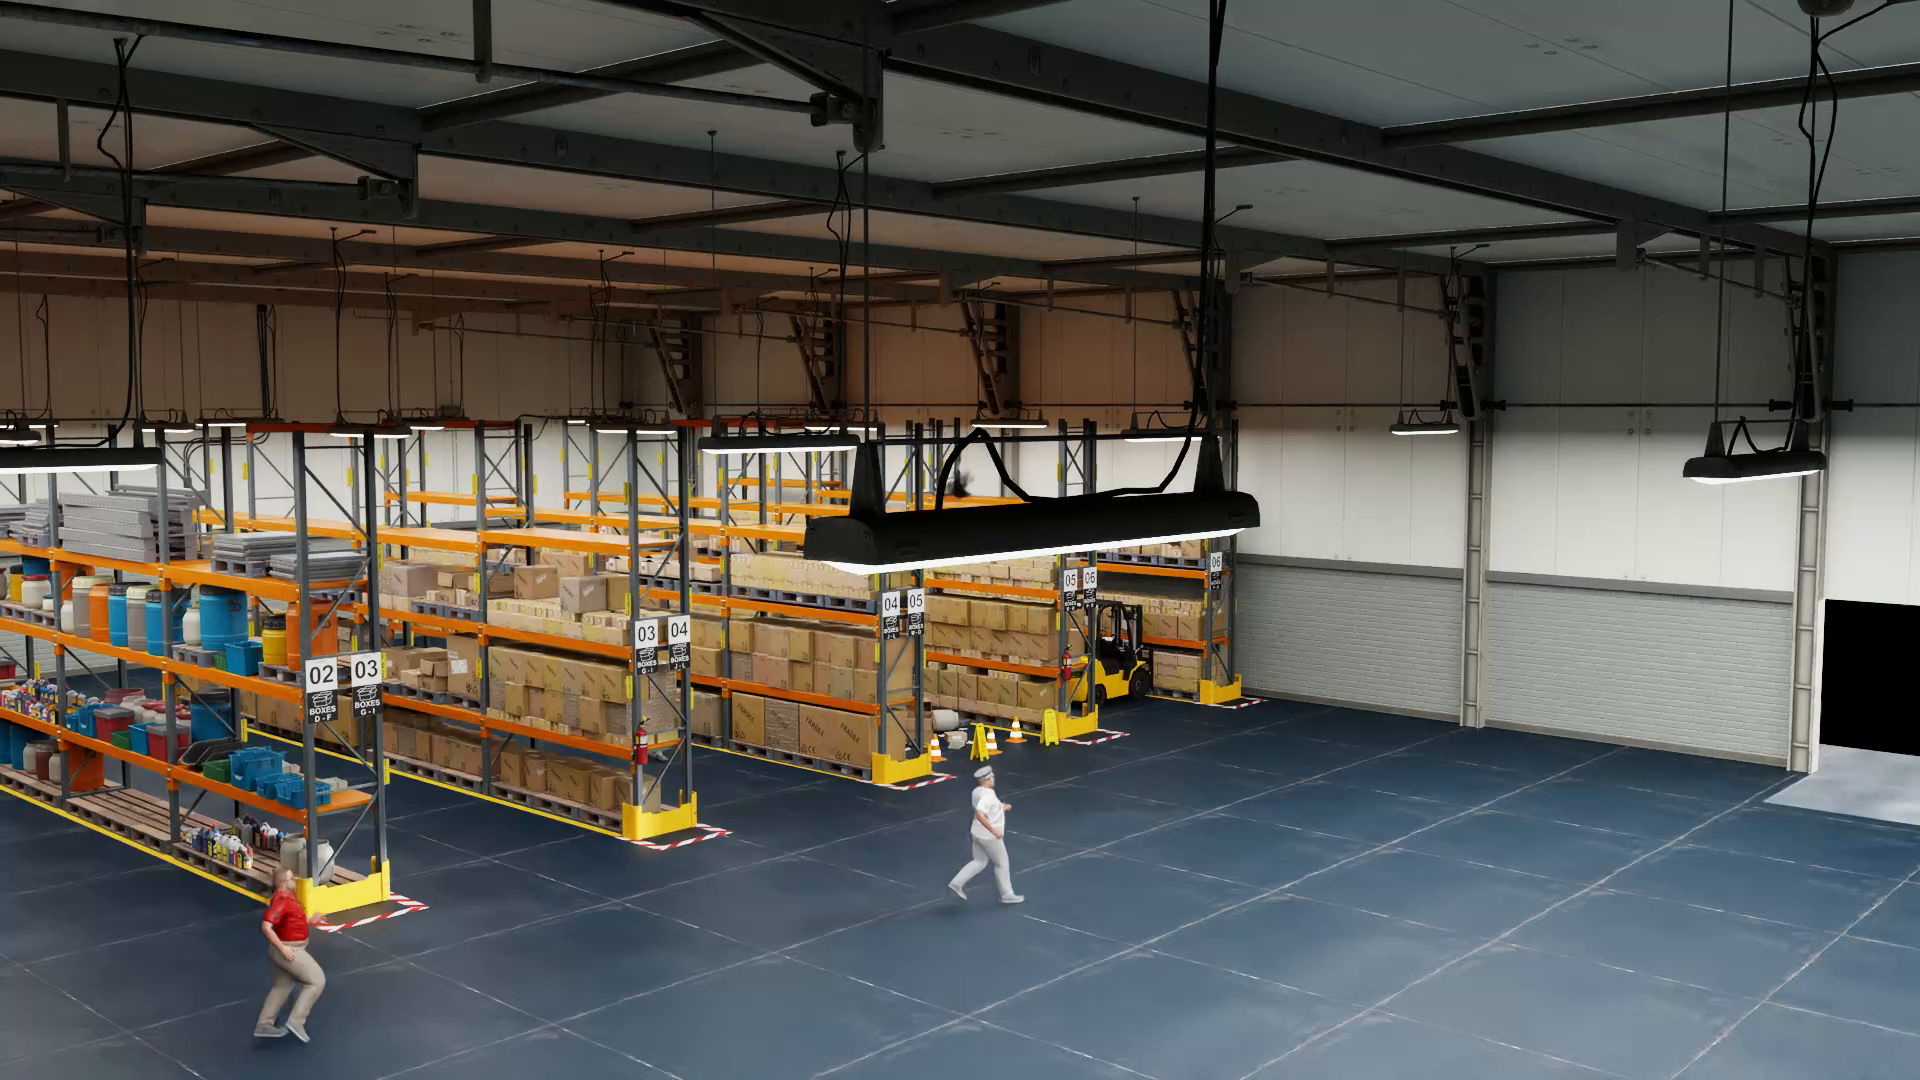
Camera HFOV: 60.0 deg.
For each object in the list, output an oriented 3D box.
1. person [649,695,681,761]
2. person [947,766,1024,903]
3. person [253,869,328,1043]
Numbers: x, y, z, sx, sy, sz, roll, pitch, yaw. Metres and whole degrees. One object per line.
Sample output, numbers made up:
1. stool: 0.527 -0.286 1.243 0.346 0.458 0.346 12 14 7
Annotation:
1. person: -5.258 3.045 29.508 0.583 1.749 0.652 3 6 37
2. person: 0.347 3.712 20.941 0.970 1.759 0.665 -2 5 -23
3. person: -6.647 4.130 16.526 0.726 1.760 0.633 -3 6 -34
